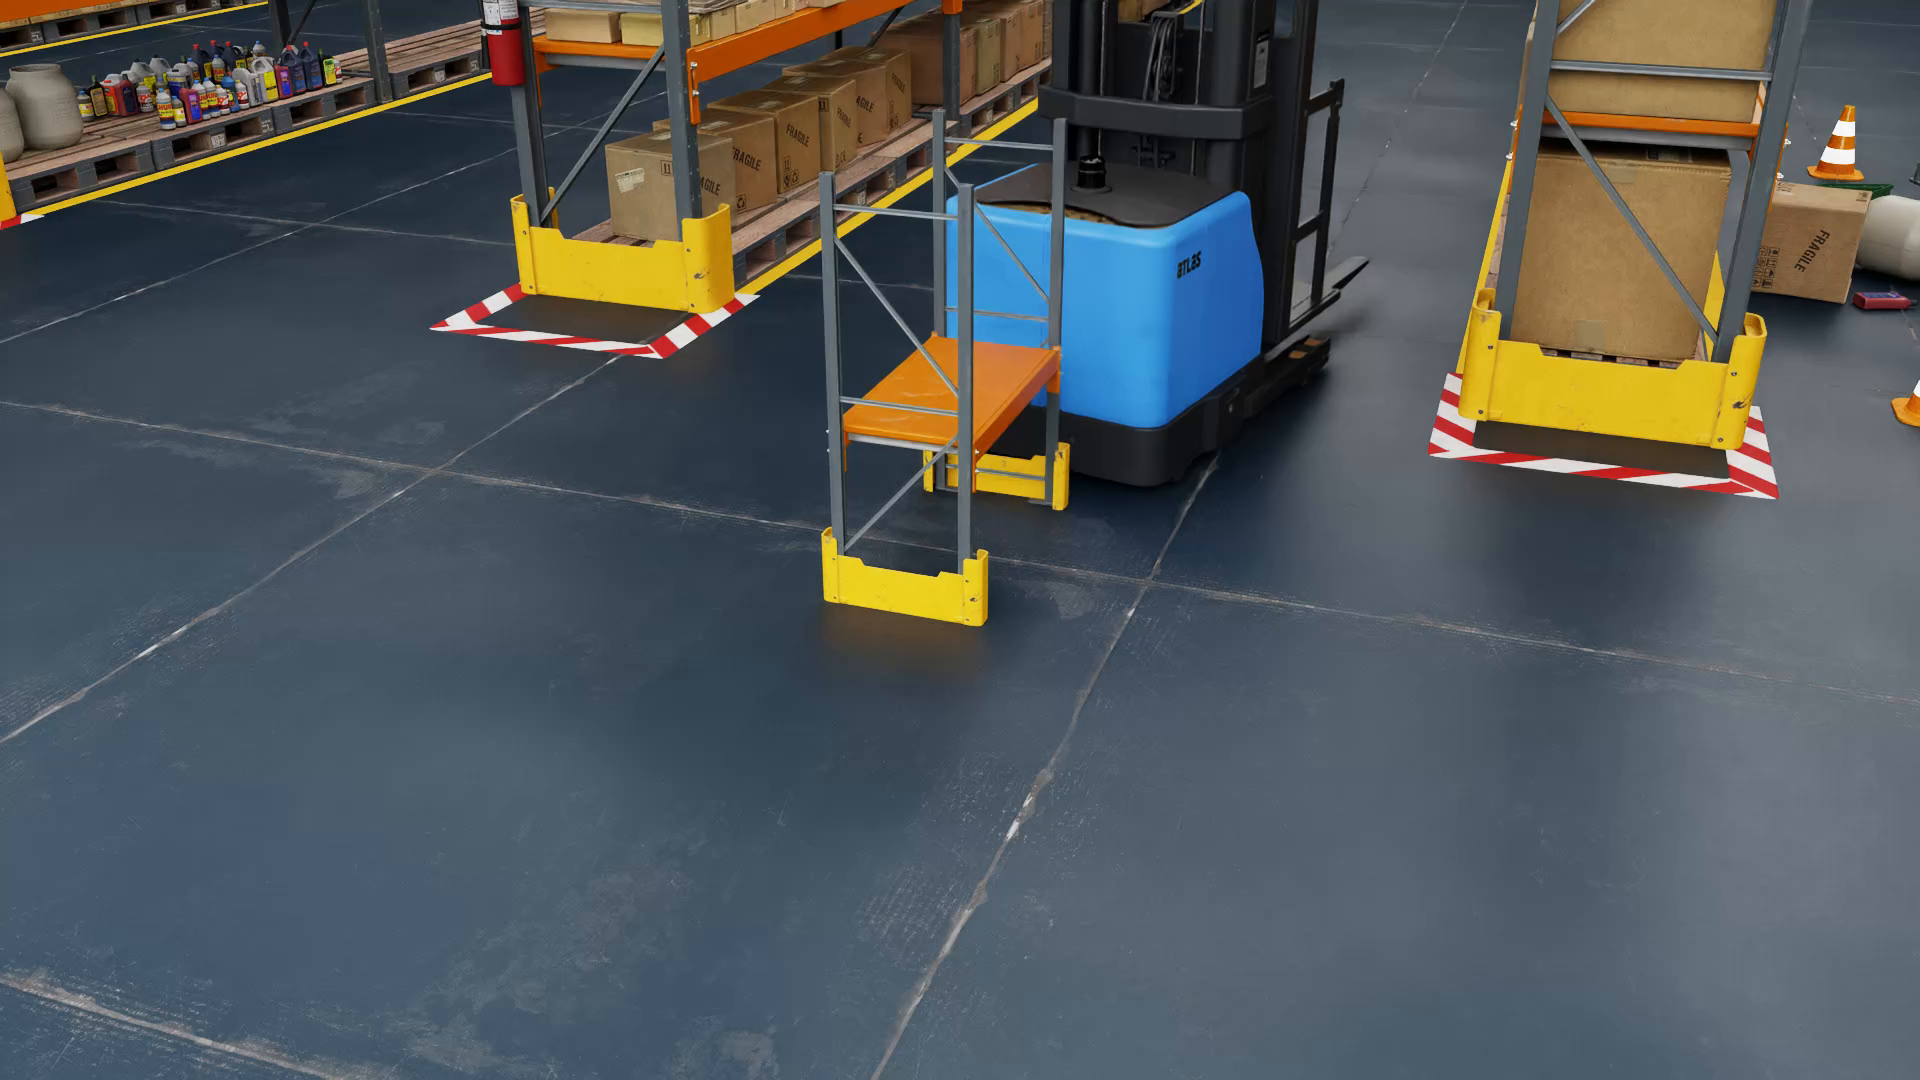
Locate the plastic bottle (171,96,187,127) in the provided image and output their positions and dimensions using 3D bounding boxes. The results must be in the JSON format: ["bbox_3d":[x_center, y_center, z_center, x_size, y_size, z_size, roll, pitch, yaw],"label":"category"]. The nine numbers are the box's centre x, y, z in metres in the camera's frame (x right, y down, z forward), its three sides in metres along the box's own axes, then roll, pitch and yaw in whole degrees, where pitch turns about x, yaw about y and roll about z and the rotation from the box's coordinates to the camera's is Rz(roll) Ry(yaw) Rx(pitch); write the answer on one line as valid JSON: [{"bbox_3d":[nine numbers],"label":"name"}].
[{"bbox_3d":[-5.564,-3.049,11.811,0.097,0.201,0.097,0,26,0],"label":"plastic bottle"}]

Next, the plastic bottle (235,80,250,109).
[{"bbox_3d":[-5.349,-3.313,12.357,0.097,0.201,0.097,0,26,0],"label":"plastic bottle"}]

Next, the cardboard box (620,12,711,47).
[{"bbox_3d":[-1.505,-2.619,8.505,0.380,0.149,0.250,9,27,17],"label":"cardboard box"}]

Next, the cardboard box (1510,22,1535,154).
[{"bbox_3d":[4.272,-2.977,11.056,1.050,0.750,0.750,9,27,17],"label":"cardboard box"}]

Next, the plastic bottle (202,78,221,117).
[{"bbox_3d":[-5.451,-3.220,12.083,0.097,0.271,0.097,0,26,0],"label":"plastic bottle"}]

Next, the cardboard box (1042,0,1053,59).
[{"bbox_3d":[0.461,-4.502,14.470,0.700,0.500,0.500,6,27,13],"label":"cardboard box"}]

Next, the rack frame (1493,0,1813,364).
[{"bbox_3d":[2.819,-1.889,6.709,1.000,3.000,0.127,9,27,17],"label":"rack frame"}]

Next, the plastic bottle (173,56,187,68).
[{"bbox_3d":[-5.981,-3.576,12.806,0.061,0.283,0.133,10,28,20],"label":"plastic bottle"}]

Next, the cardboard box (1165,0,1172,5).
[{"bbox_3d":[1.678,-6.180,17.529,1.225,0.875,0.875,8,27,16],"label":"cardboard box"}]

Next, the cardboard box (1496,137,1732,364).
[{"bbox_3d":[2.982,-1.410,7.675,0.875,0.875,0.875,9,27,18],"label":"cardboard box"}]

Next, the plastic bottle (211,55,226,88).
[{"bbox_3d":[-5.759,-3.633,12.937,0.097,0.271,0.097,0,26,0],"label":"plastic bottle"}]

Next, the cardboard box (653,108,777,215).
[{"bbox_3d":[-1.434,-2.218,9.776,0.500,0.500,0.500,17,30,31],"label":"cardboard box"}]

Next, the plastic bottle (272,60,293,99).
[{"bbox_3d":[-5.186,-3.529,12.708,0.061,0.283,0.133,11,28,21],"label":"plastic bottle"}]

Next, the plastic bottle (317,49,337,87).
[{"bbox_3d":[-5.013,-3.741,13.147,0.061,0.283,0.133,10,28,20],"label":"plastic bottle"}]

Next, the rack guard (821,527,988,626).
[{"bbox_3d":[-0.191,0.123,5.708,0.587,0.250,0.087,9,27,17],"label":"rack guard"}]

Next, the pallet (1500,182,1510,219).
[{"bbox_3d":[3.823,-1.976,10.089,1.003,0.211,1.213,9,27,17],"label":"pallet"}]

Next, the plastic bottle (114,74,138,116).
[{"bbox_3d":[-6.087,-3.246,12.124,0.061,0.283,0.133,9,27,17],"label":"plastic bottle"}]

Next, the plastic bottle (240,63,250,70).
[{"bbox_3d":[-5.383,-3.473,12.593,0.061,0.283,0.133,9,27,17],"label":"plastic bottle"}]

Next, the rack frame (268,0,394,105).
[{"bbox_3d":[-5.164,-5.011,13.158,1.000,3.000,0.127,9,27,17],"label":"rack frame"}]

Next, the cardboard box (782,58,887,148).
[{"bbox_3d":[-0.848,-2.962,11.312,0.500,0.500,0.500,19,32,34],"label":"cardboard box"}]

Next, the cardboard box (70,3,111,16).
[{"bbox_3d":[-8.955,-5.445,16.726,0.500,0.250,0.500,9,27,18],"label":"cardboard box"}]

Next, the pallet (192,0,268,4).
[{"bbox_3d":[-8.219,-6.421,19.270,1.003,0.211,1.213,9,27,17],"label":"pallet"}]

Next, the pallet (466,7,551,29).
[{"bbox_3d":[-4.128,-5.087,16.515,1.003,0.211,1.213,9,27,17],"label":"pallet"}]

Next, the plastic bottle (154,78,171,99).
[{"bbox_3d":[-5.962,-3.350,12.434,0.097,0.201,0.097,0,26,0],"label":"plastic bottle"}]

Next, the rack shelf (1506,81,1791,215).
[{"bbox_3d":[3.485,-2.387,8.563,1.077,0.370,4.000,9,27,17],"label":"rack shelf"}]

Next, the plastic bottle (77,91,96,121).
[{"bbox_3d":[-6.298,-3.125,11.967,0.097,0.201,0.097,0,26,0],"label":"plastic bottle"}]

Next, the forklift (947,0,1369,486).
[{"bbox_3d":[1.099,-2.129,7.283,1.130,2.935,3.031,15,30,28],"label":"forklift"}]

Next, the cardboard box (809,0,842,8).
[{"bbox_3d":[-0.914,-3.221,9.749,0.380,0.149,0.250,9,27,17],"label":"cardboard box"}]

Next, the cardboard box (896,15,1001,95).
[{"bbox_3d":[-0.092,-3.809,13.038,0.700,0.500,0.500,9,27,17],"label":"cardboard box"}]

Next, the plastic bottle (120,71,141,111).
[{"bbox_3d":[-6.142,-3.315,12.275,0.152,0.276,0.135,8,27,16],"label":"plastic bottle"}]

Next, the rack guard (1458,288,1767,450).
[{"bbox_3d":[2.811,-0.754,7.233,1.175,0.500,0.348,9,27,17],"label":"rack guard"}]

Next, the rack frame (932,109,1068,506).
[{"bbox_3d":[0.141,-0.849,6.282,0.500,1.500,0.032,9,27,17],"label":"rack frame"}]

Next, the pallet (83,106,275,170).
[{"bbox_3d":[-5.831,-2.983,12.170,1.003,0.211,1.213,9,27,17],"label":"pallet"}]

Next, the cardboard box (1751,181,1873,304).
[{"bbox_3d":[4.601,-1.622,9.023,0.500,0.500,0.500,14,29,26],"label":"cardboard box"}]

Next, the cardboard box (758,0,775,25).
[{"bbox_3d":[-1.243,-2.925,9.138,0.380,0.149,0.250,9,27,17],"label":"cardboard box"}]

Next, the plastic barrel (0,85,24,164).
[{"bbox_3d":[-6.348,-2.719,10.796,0.421,0.512,0.421,0,26,0],"label":"plastic barrel"}]

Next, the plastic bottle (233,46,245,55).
[{"bbox_3d":[-5.765,-3.779,13.234,0.152,0.276,0.135,10,27,19],"label":"plastic bottle"}]

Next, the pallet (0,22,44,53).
[{"bbox_3d":[-9.626,-4.785,15.890,1.003,0.211,1.213,9,27,17],"label":"pallet"}]

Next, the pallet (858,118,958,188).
[{"bbox_3d":[-0.684,-2.757,11.702,1.003,0.211,1.213,9,27,17],"label":"pallet"}]

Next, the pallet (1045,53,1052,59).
[{"bbox_3d":[0.576,-4.361,15.015,1.003,0.211,1.213,9,27,17],"label":"pallet"}]

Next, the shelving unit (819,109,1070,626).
[{"bbox_3d":[-0.025,-0.644,5.858,0.587,1.500,1.083,9,27,17],"label":"shelving unit"}]

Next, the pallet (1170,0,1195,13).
[{"bbox_3d":[1.983,-5.998,18.395,1.003,0.211,1.213,9,27,17],"label":"pallet"}]
